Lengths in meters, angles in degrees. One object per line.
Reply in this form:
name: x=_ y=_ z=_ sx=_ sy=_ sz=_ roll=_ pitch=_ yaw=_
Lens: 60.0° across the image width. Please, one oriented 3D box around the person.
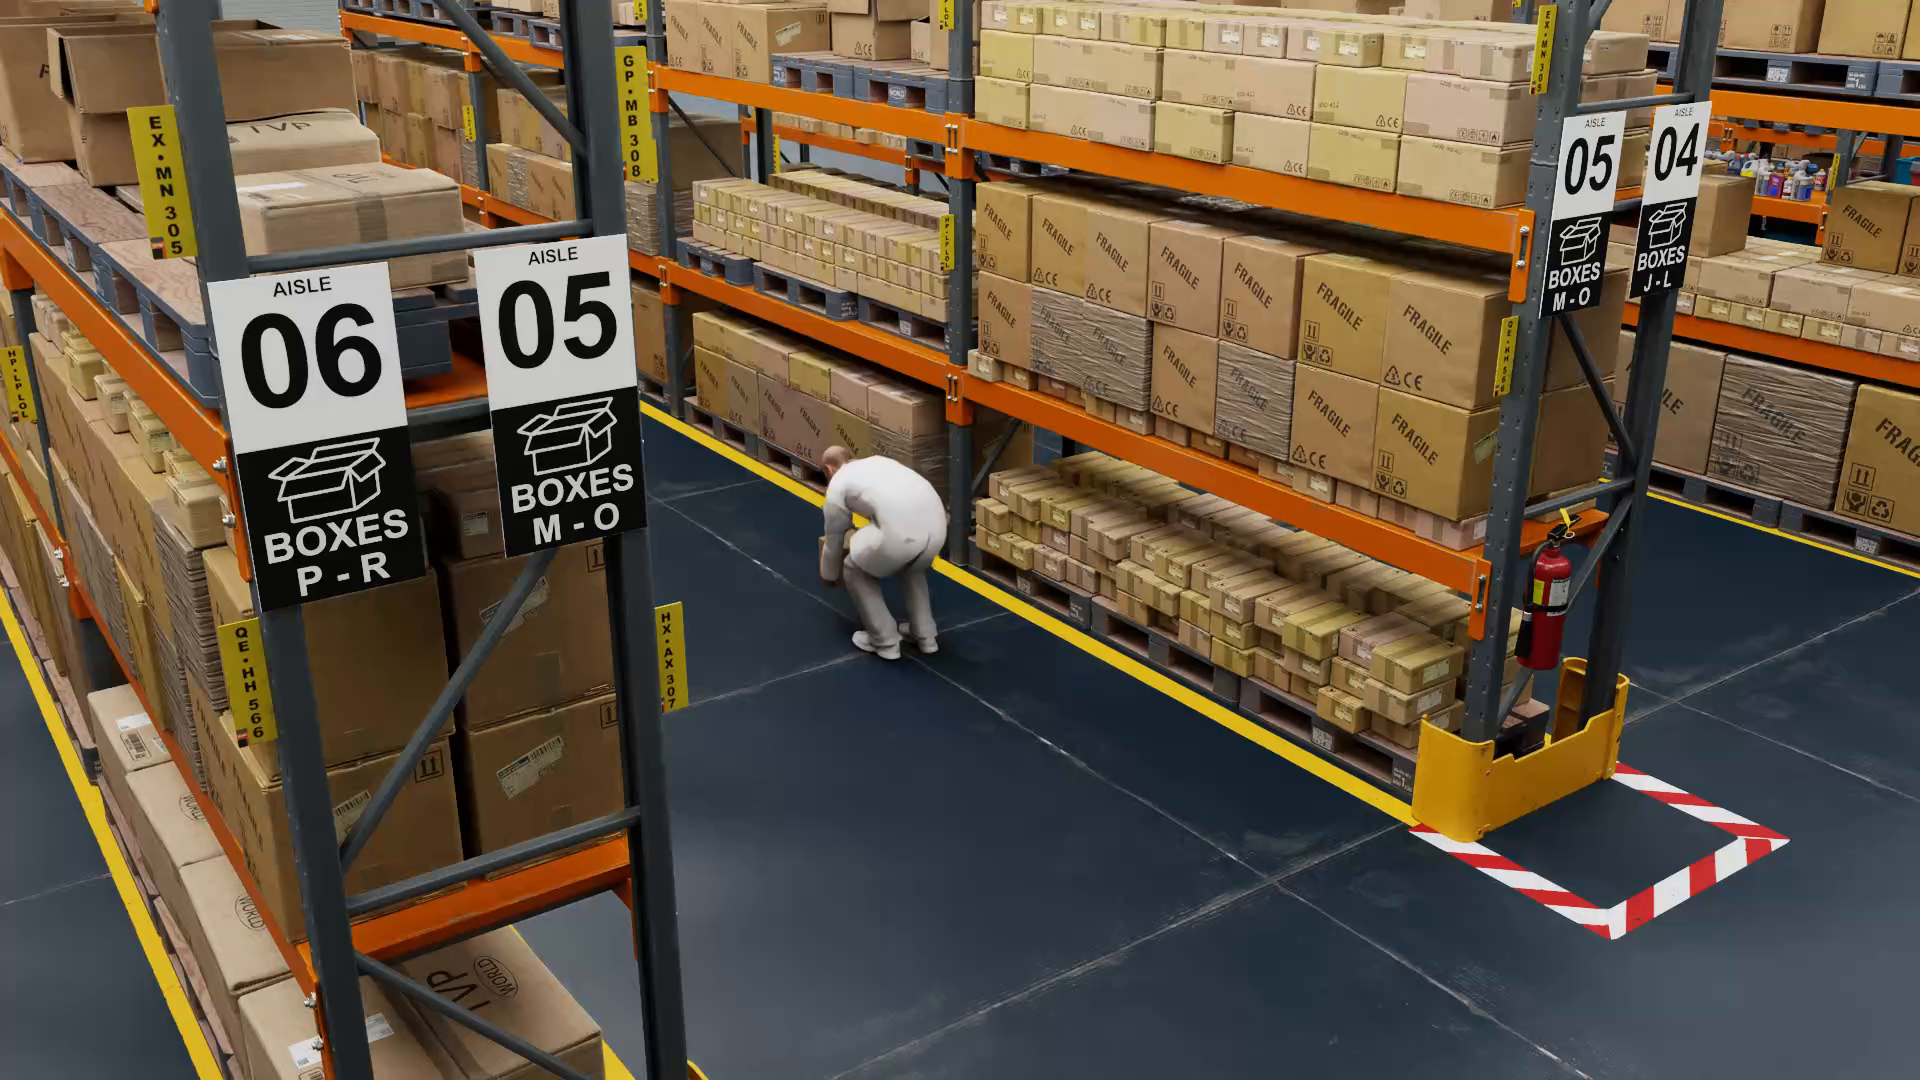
person: x=-0.451 y=0.068 z=9.397 sx=0.582 sy=1.079 sz=0.941 roll=-16 pitch=26 yaw=-35
